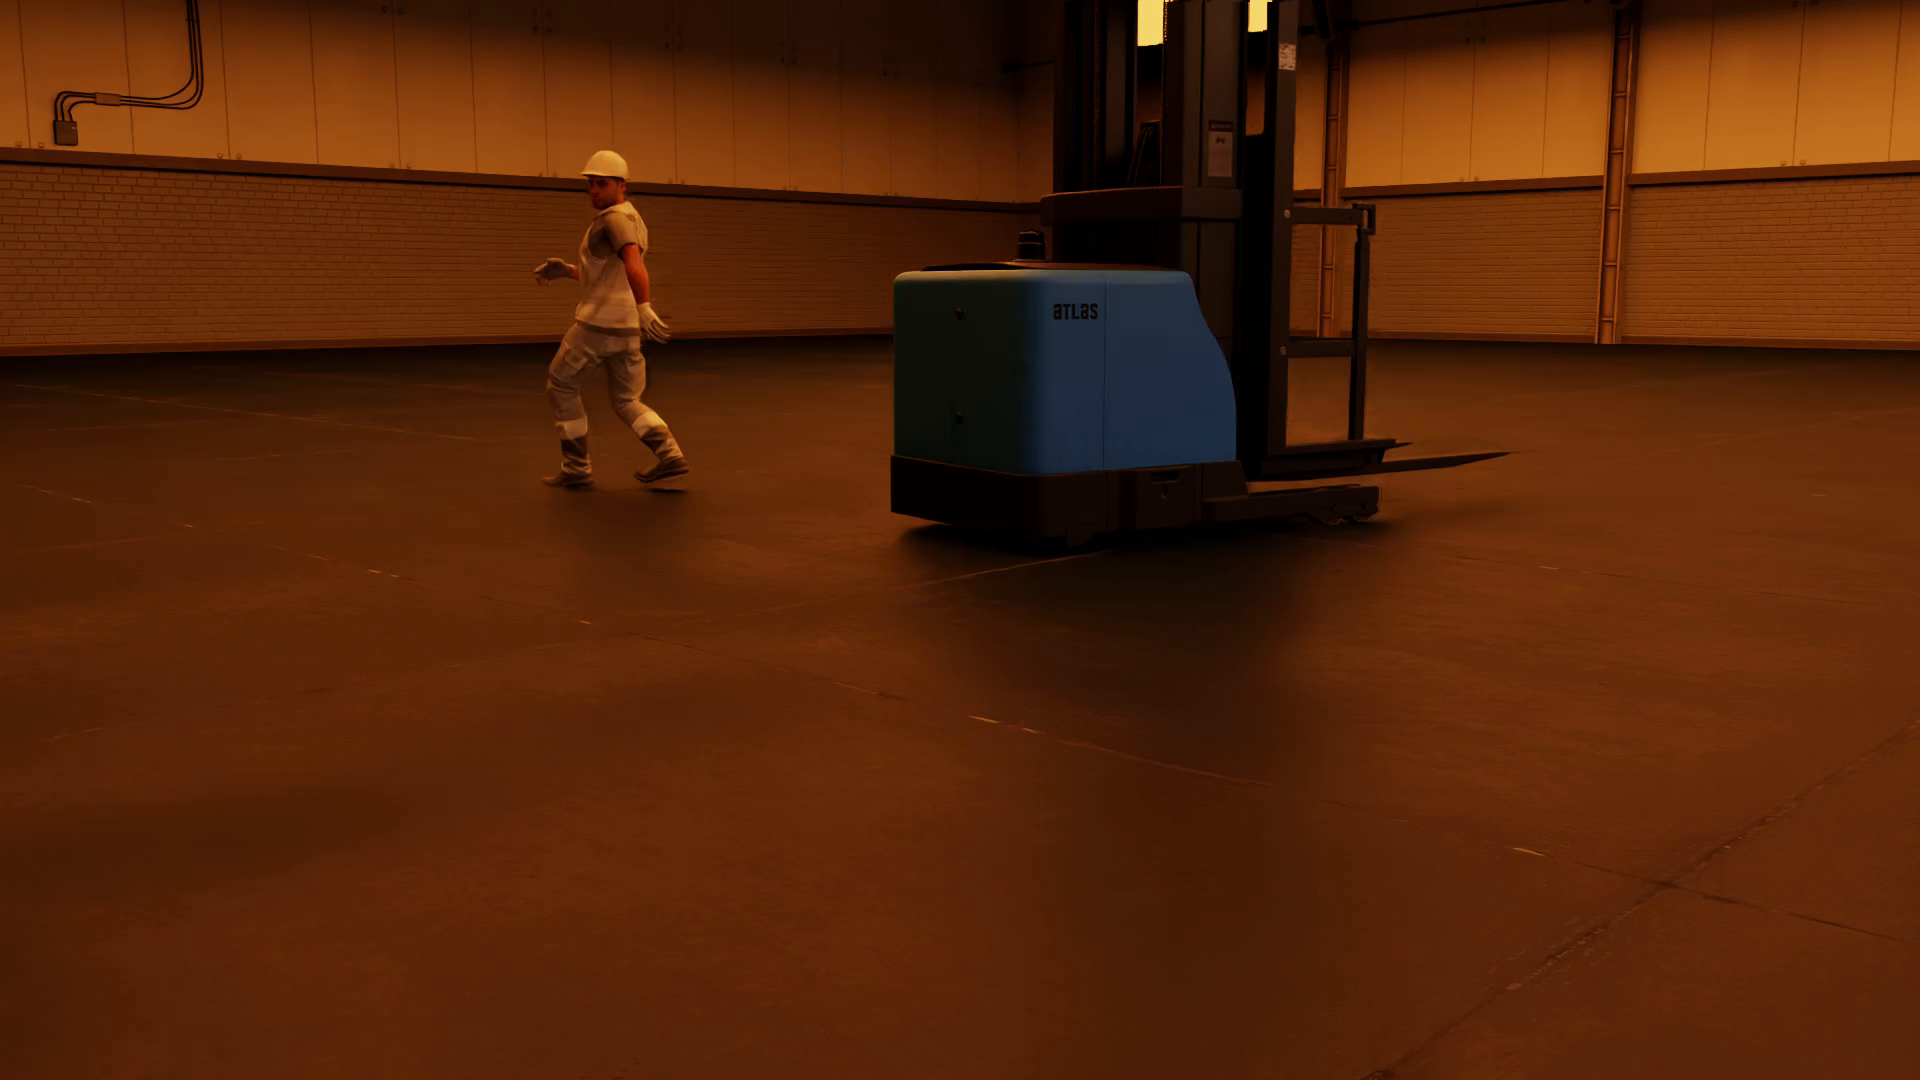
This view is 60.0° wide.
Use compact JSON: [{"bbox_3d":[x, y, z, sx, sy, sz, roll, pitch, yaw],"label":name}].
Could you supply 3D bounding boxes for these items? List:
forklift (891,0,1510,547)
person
[{"bbox_3d":[1.215,-1.567,7.280,3.031,2.935,1.130,-6,10,-34],"label":"forklift"},{"bbox_3d":[-1.758,-1.091,8.382,0.937,1.700,0.569,3,9,22],"label":"person"}]
